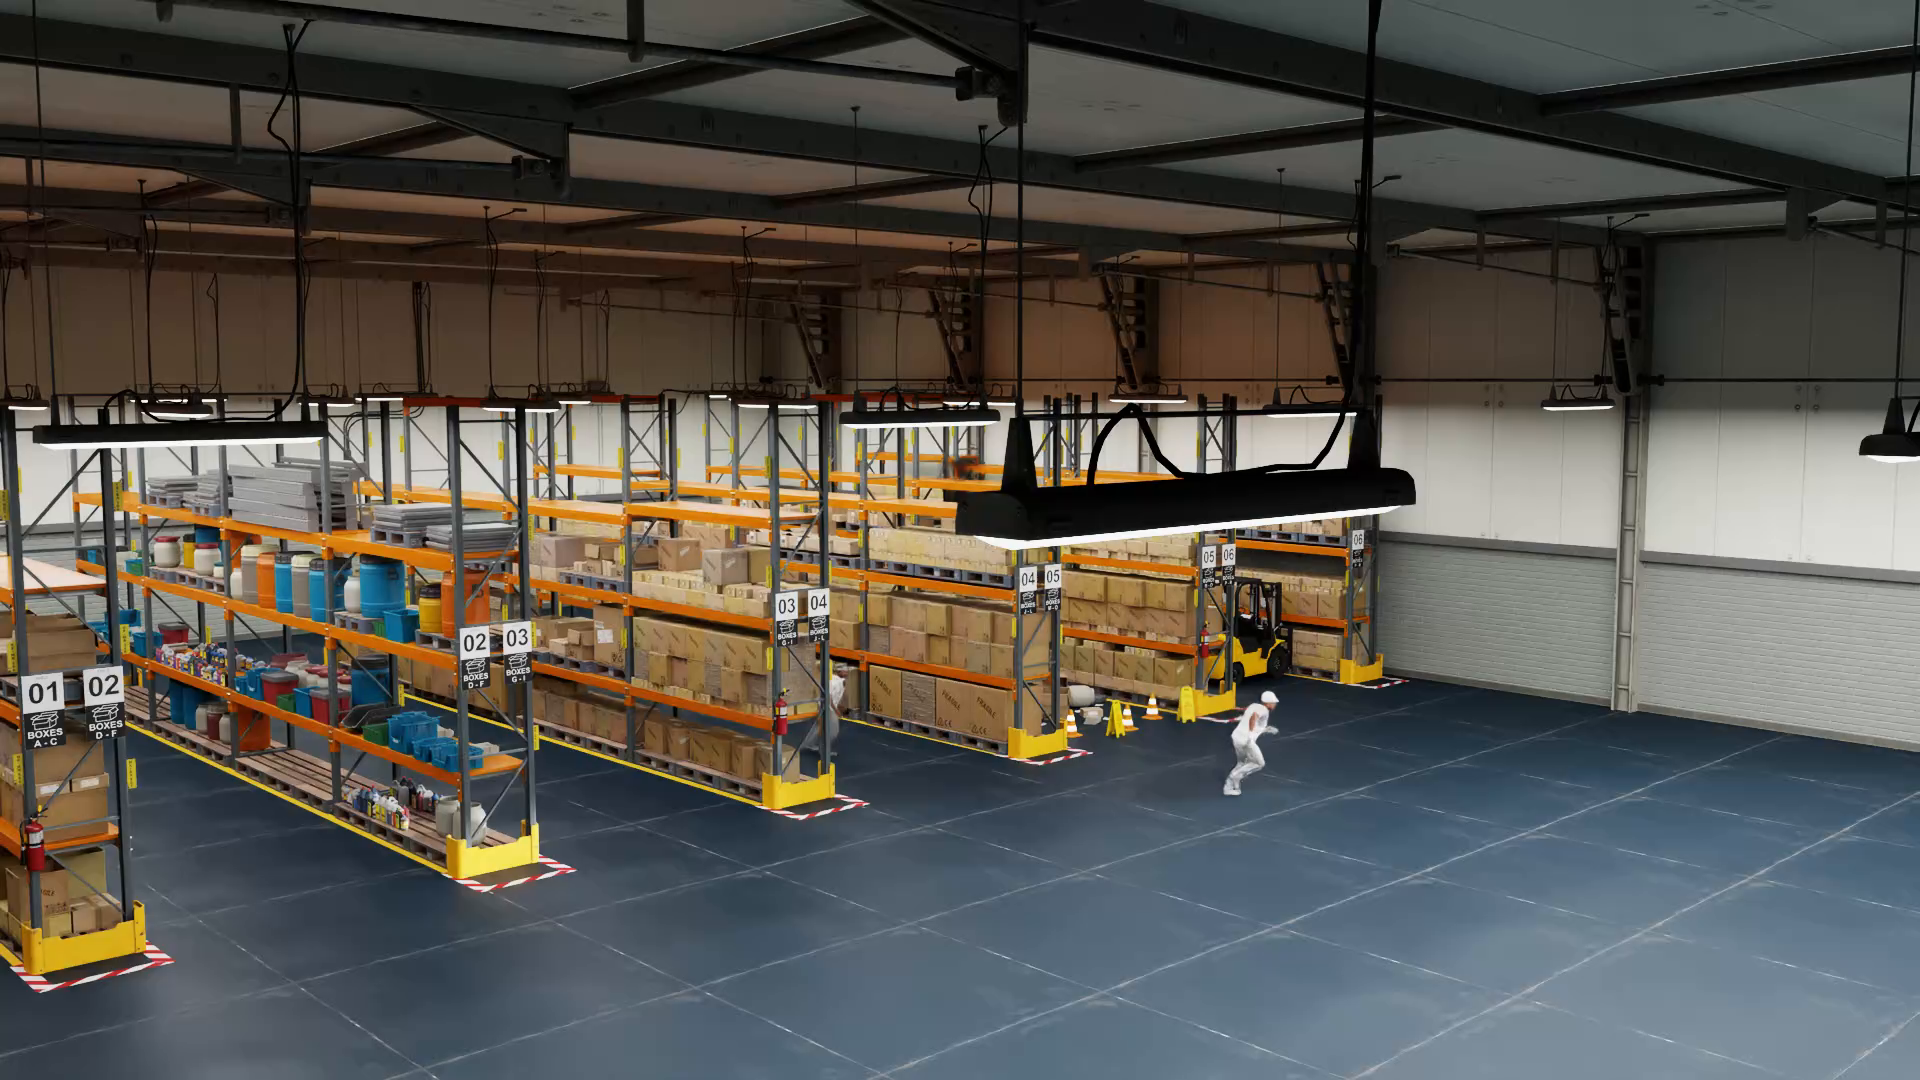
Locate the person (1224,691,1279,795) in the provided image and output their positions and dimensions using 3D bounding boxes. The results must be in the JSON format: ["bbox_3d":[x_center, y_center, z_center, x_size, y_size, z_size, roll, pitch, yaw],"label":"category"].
[{"bbox_3d":[4.445,3.097,25.229,0.861,1.591,0.720,-1,6,-7],"label":"person"}]

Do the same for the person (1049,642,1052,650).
[{"bbox_3d":[1.764,1.811,37.870,0.711,1.756,0.727,-5,7,-42],"label":"person"}]

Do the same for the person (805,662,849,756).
[{"bbox_3d":[-2.234,2.844,28.000,0.744,1.622,0.586,0,6,-1],"label":"person"}]
